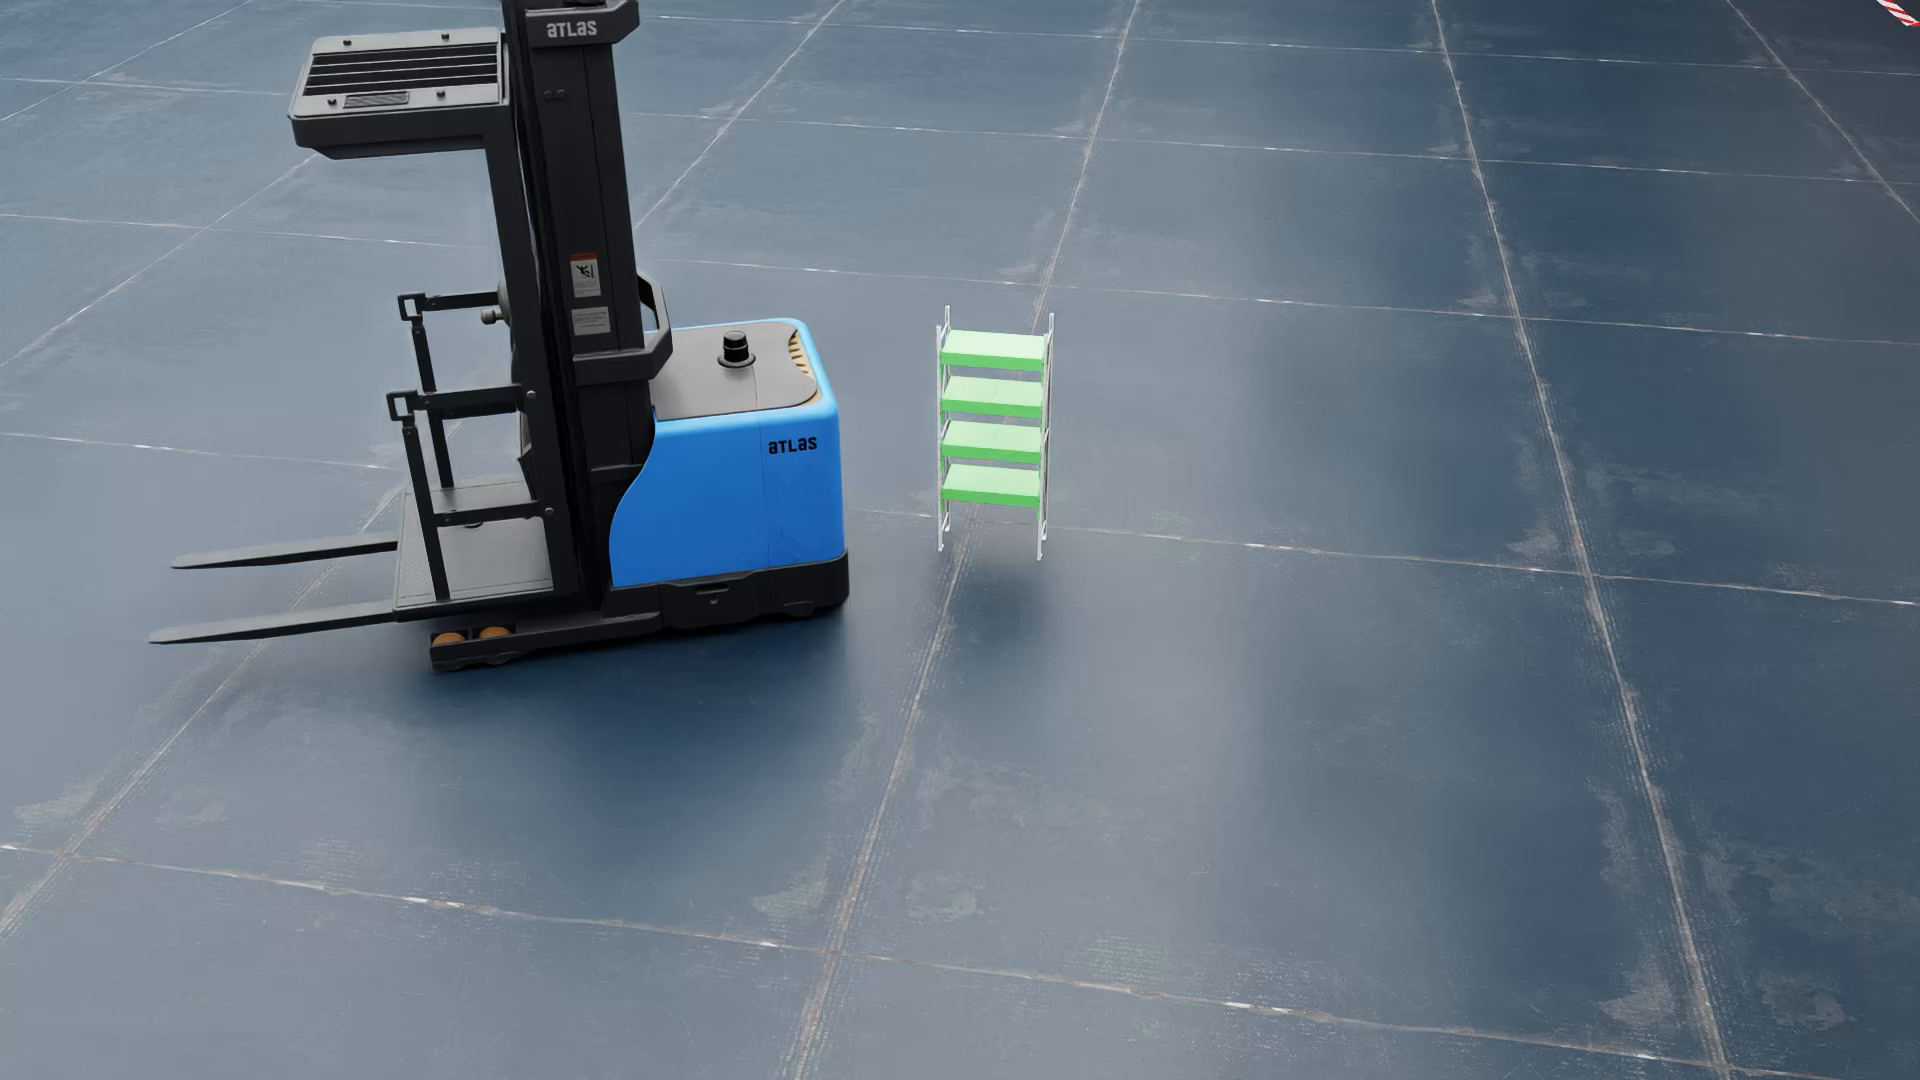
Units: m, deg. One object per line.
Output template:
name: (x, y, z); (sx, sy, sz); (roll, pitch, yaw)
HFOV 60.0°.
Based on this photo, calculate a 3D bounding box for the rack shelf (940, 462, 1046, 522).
rack shelf: (0.163, -0.236, 8.069); (0.480, 0.148, 0.258); (5, 32, 8)

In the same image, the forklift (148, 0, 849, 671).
forklift: (-2.087, -0.975, 7.046); (3.031, 2.935, 1.130); (-7, 33, -11)

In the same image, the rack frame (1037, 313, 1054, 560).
rack frame: (0.404, -0.472, 7.873); (0.015, 1.200, 0.240); (5, 32, 8)

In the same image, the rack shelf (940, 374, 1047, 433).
rack shelf: (0.163, -0.643, 7.815); (0.480, 0.148, 0.258); (5, 32, 8)

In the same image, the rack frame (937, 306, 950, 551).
rack frame: (-0.077, -0.516, 7.943); (0.015, 1.200, 0.240); (5, 32, 8)

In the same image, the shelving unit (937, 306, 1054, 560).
shelving unit: (0.163, -0.494, 7.908); (0.503, 1.200, 0.258); (5, 32, 8)

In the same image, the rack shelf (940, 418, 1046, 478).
rack shelf: (0.163, -0.440, 7.942); (0.480, 0.148, 0.258); (5, 32, 8)

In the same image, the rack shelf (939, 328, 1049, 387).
rack shelf: (0.163, -0.847, 7.687); (0.480, 0.148, 0.258); (5, 32, 8)
